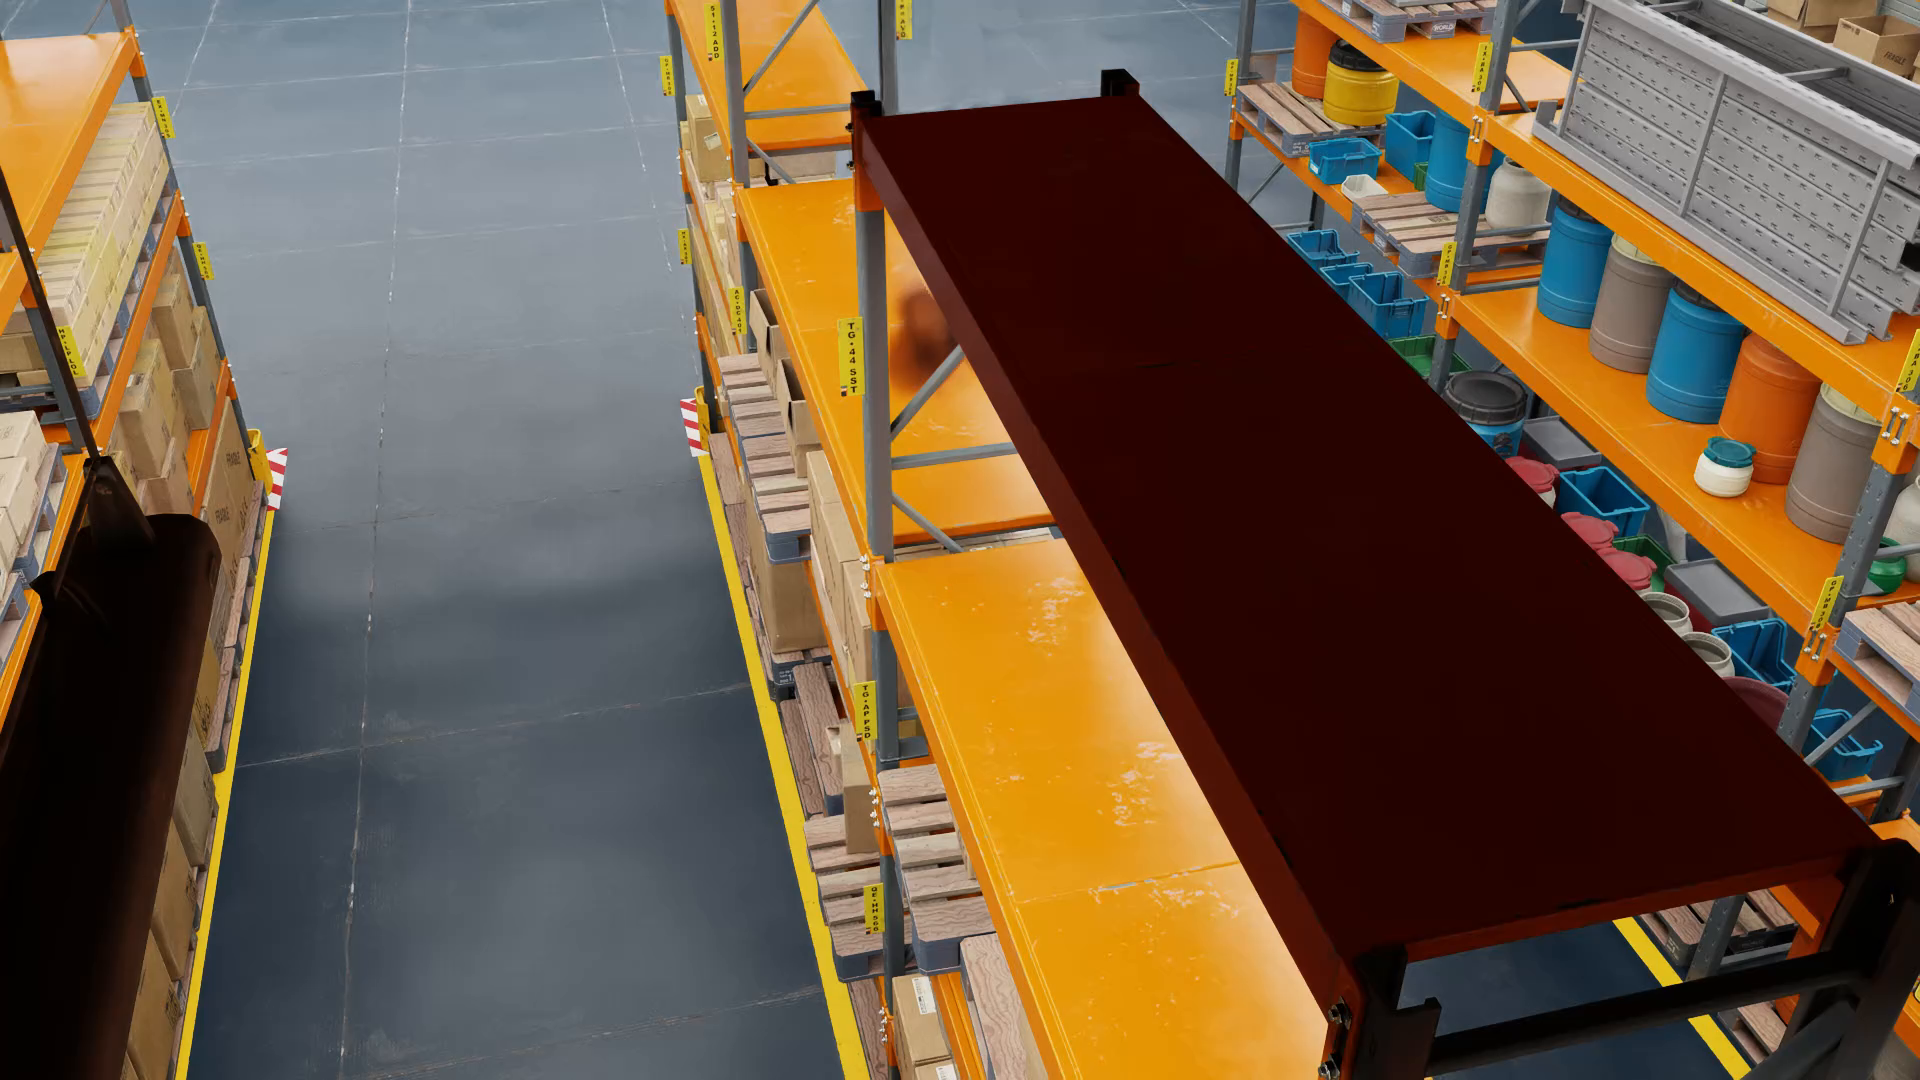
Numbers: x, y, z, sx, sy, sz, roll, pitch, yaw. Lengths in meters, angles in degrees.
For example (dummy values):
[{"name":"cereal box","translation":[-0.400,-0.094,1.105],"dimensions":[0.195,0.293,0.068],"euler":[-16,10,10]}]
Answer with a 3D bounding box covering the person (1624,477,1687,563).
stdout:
[{"name":"person","translation":[5.647,-0.544,13.310],"dimensions":[0.640,1.796,0.890],"euler":[-9,35,-13]}]
